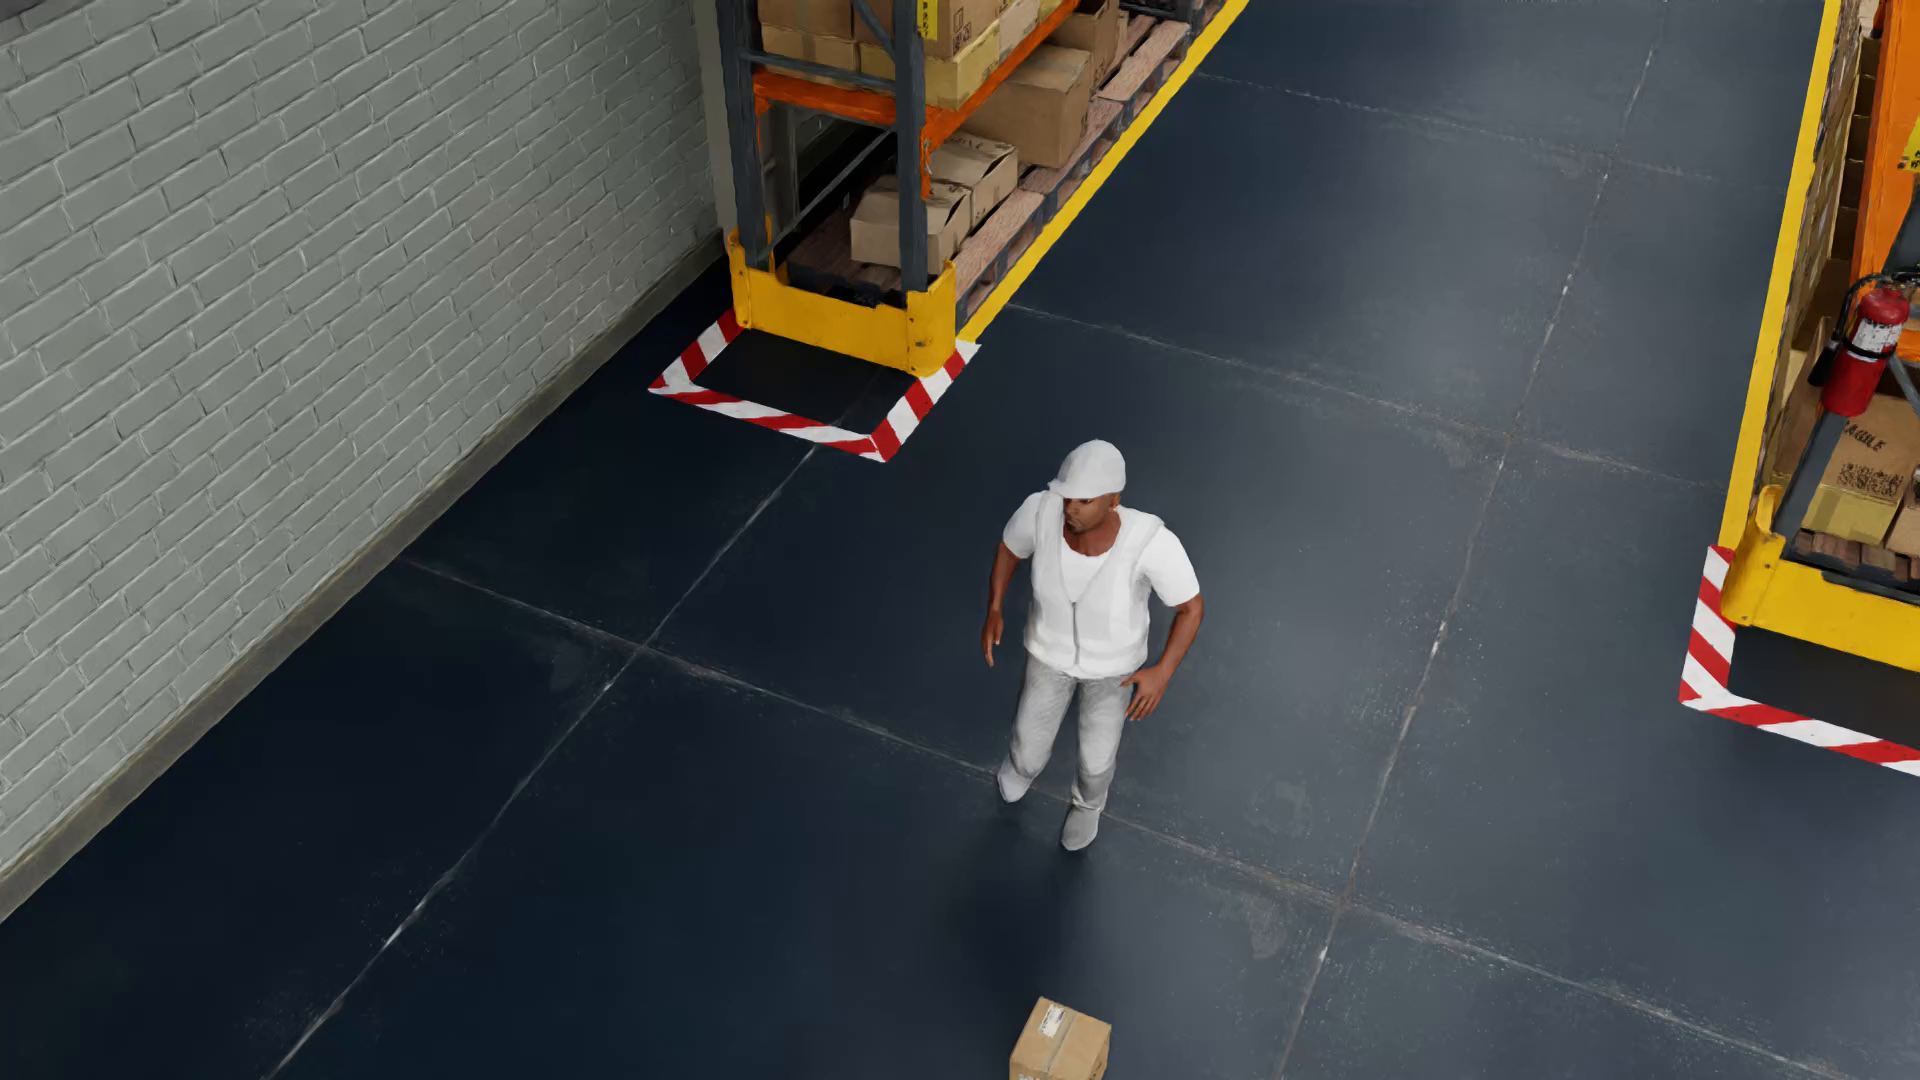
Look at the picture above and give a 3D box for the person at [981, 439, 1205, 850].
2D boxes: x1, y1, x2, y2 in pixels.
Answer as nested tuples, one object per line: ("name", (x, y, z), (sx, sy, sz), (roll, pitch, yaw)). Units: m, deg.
("person", (0.433, 0.405, 5.711), (0.746, 1.731, 0.522), (9, 43, 10))
